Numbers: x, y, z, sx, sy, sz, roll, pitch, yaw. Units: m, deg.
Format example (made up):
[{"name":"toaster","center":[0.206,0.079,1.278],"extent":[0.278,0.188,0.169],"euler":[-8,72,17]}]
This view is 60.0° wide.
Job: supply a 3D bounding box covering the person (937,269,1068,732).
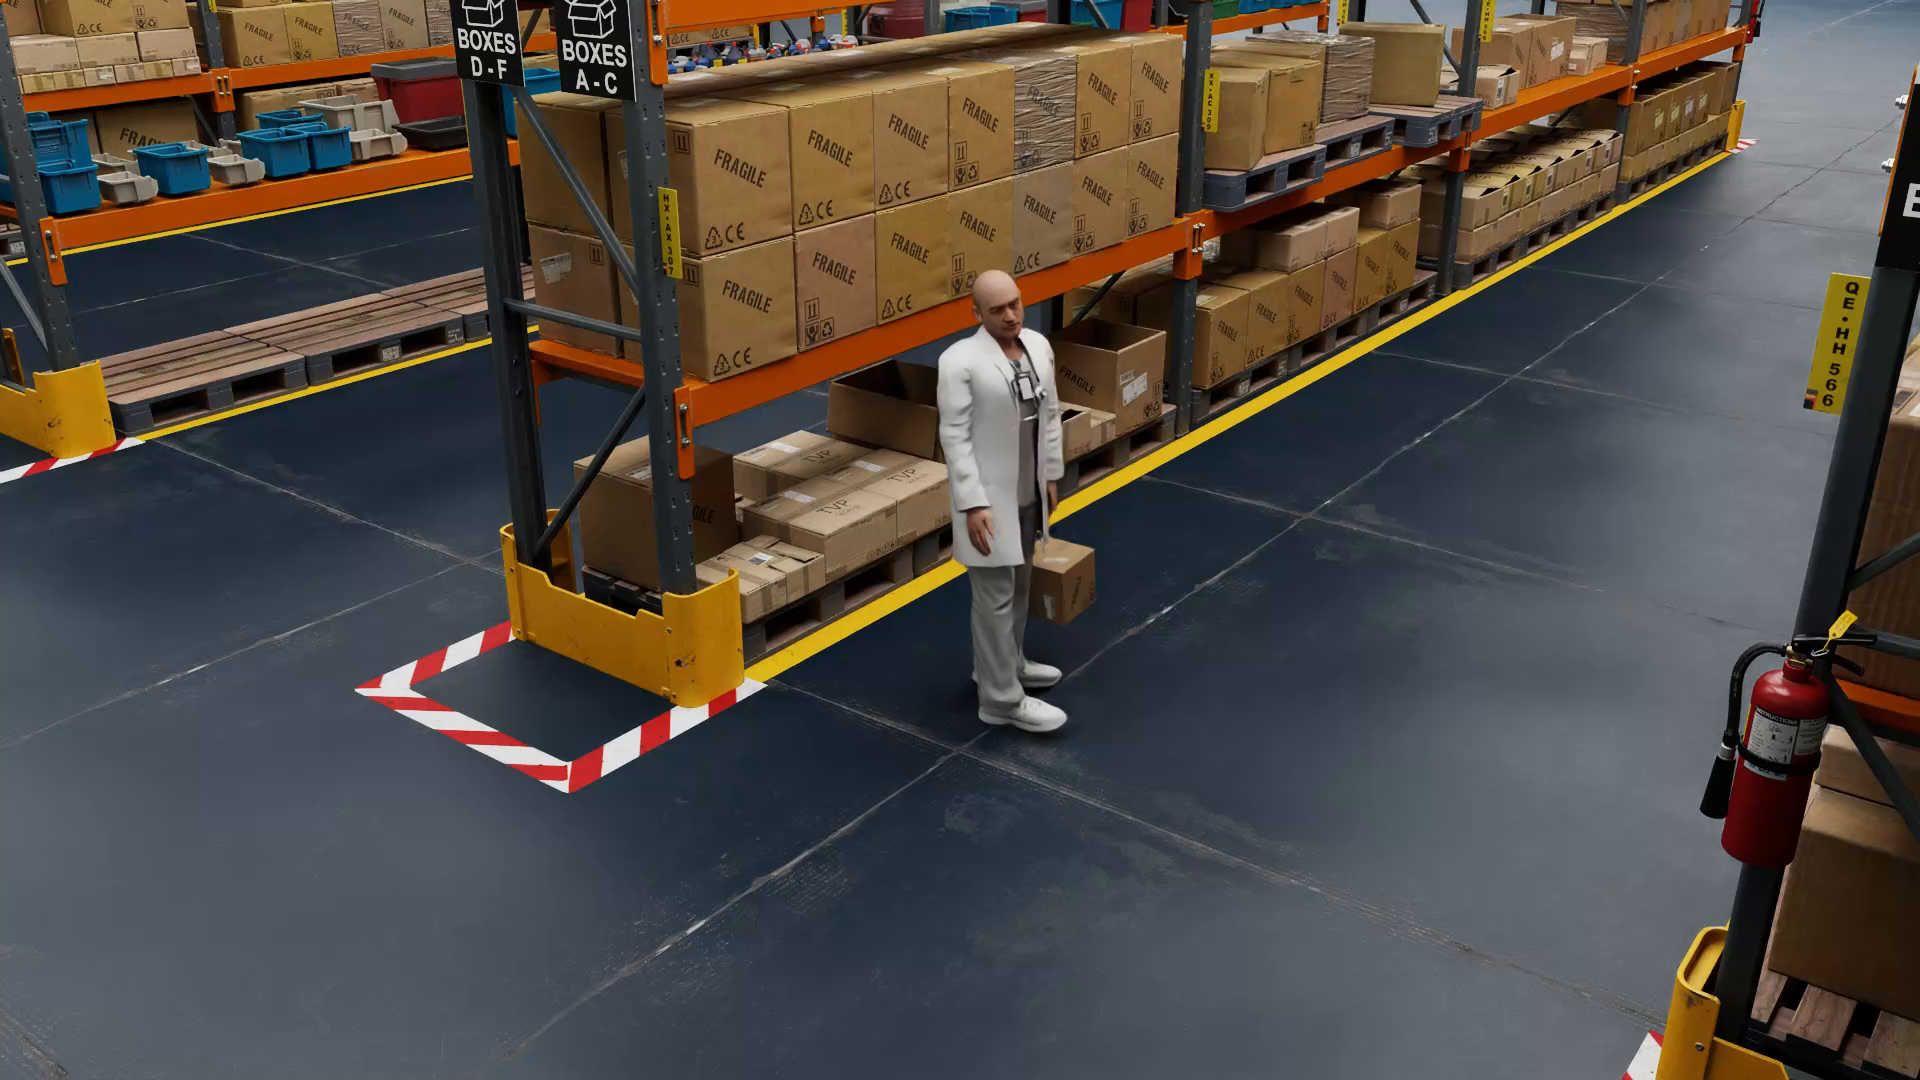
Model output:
[{"name":"person","center":[0.238,-0.143,6.388],"extent":[0.597,1.783,0.623],"euler":[19,30,37]}]
